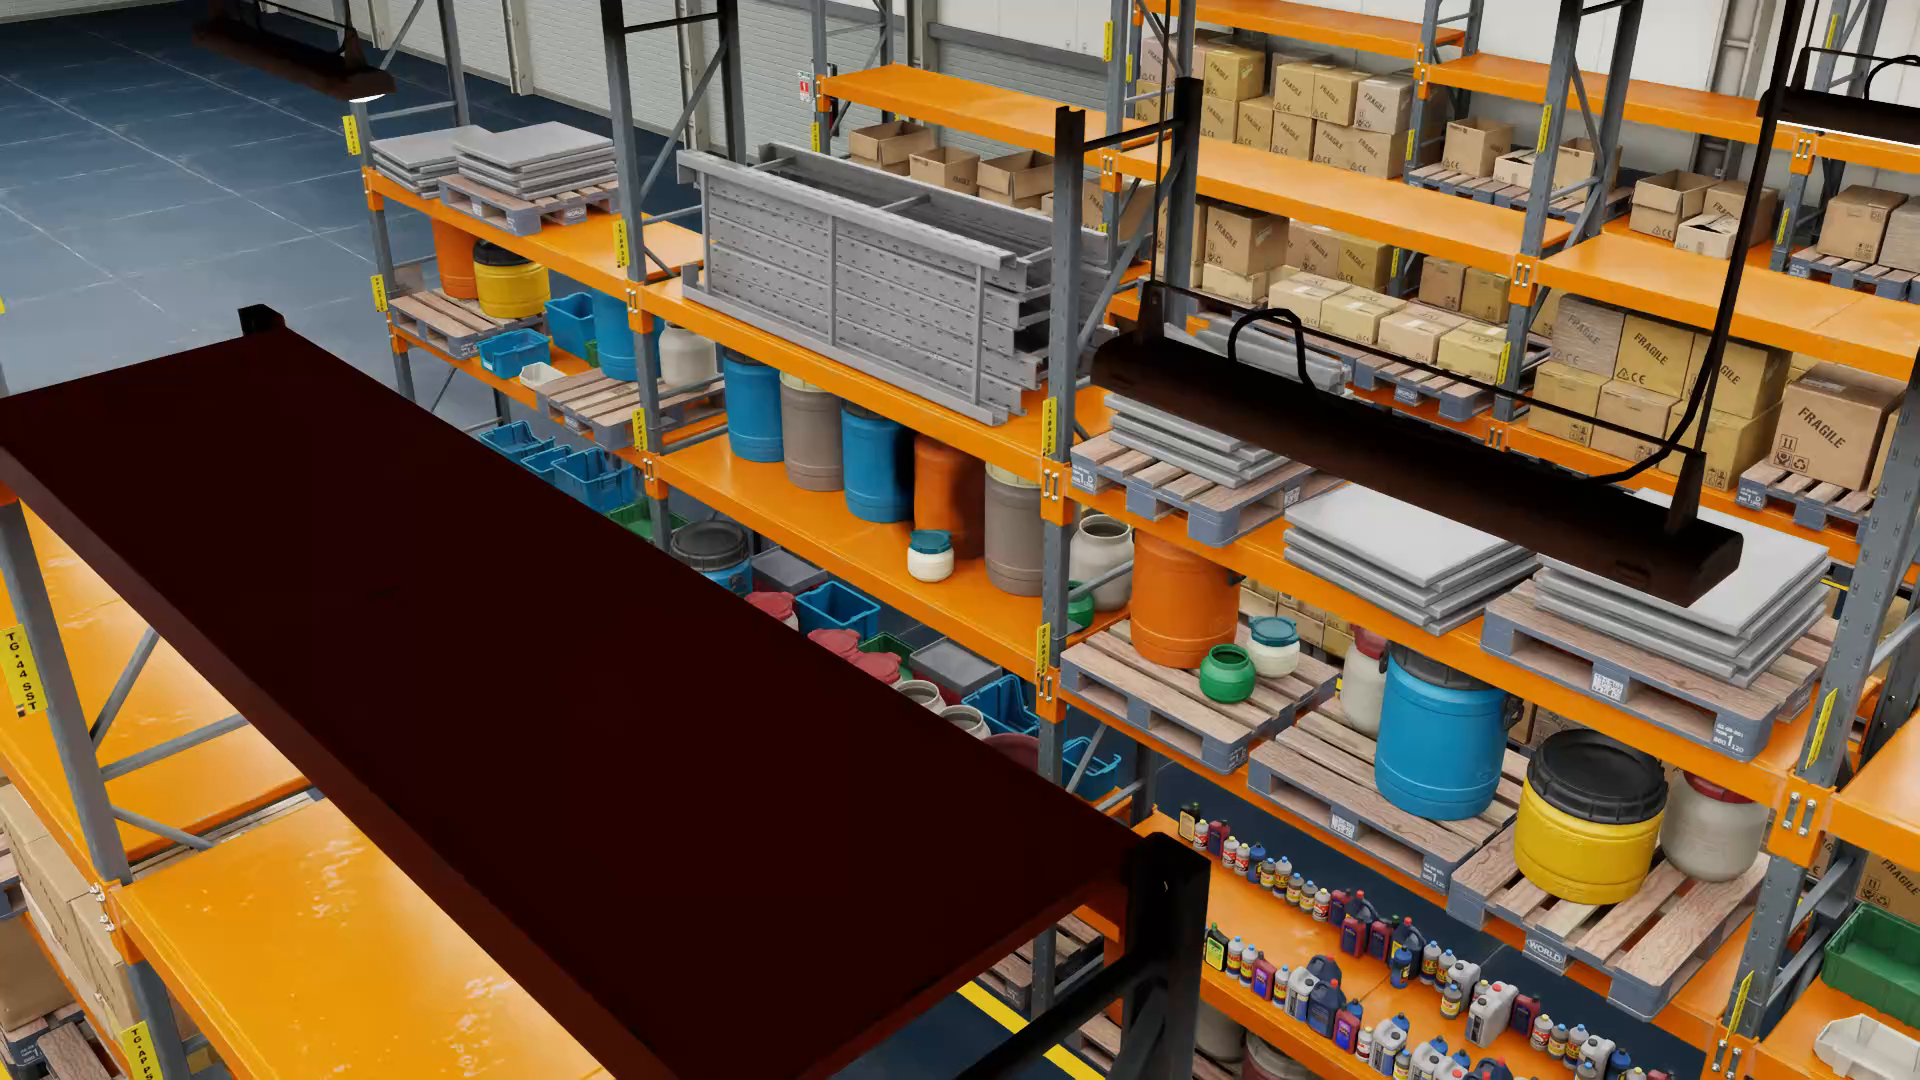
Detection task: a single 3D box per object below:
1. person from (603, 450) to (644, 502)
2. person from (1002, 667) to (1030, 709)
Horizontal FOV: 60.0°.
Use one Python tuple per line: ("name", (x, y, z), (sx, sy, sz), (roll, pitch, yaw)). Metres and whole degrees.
("person", (-3.375, -0.852, 16.664), (0.400, 1.840, 0.672), (-24, 36, -37))
("person", (0.352, 0.801, 13.666), (0.516, 1.583, 0.475), (-13, 31, -23))
